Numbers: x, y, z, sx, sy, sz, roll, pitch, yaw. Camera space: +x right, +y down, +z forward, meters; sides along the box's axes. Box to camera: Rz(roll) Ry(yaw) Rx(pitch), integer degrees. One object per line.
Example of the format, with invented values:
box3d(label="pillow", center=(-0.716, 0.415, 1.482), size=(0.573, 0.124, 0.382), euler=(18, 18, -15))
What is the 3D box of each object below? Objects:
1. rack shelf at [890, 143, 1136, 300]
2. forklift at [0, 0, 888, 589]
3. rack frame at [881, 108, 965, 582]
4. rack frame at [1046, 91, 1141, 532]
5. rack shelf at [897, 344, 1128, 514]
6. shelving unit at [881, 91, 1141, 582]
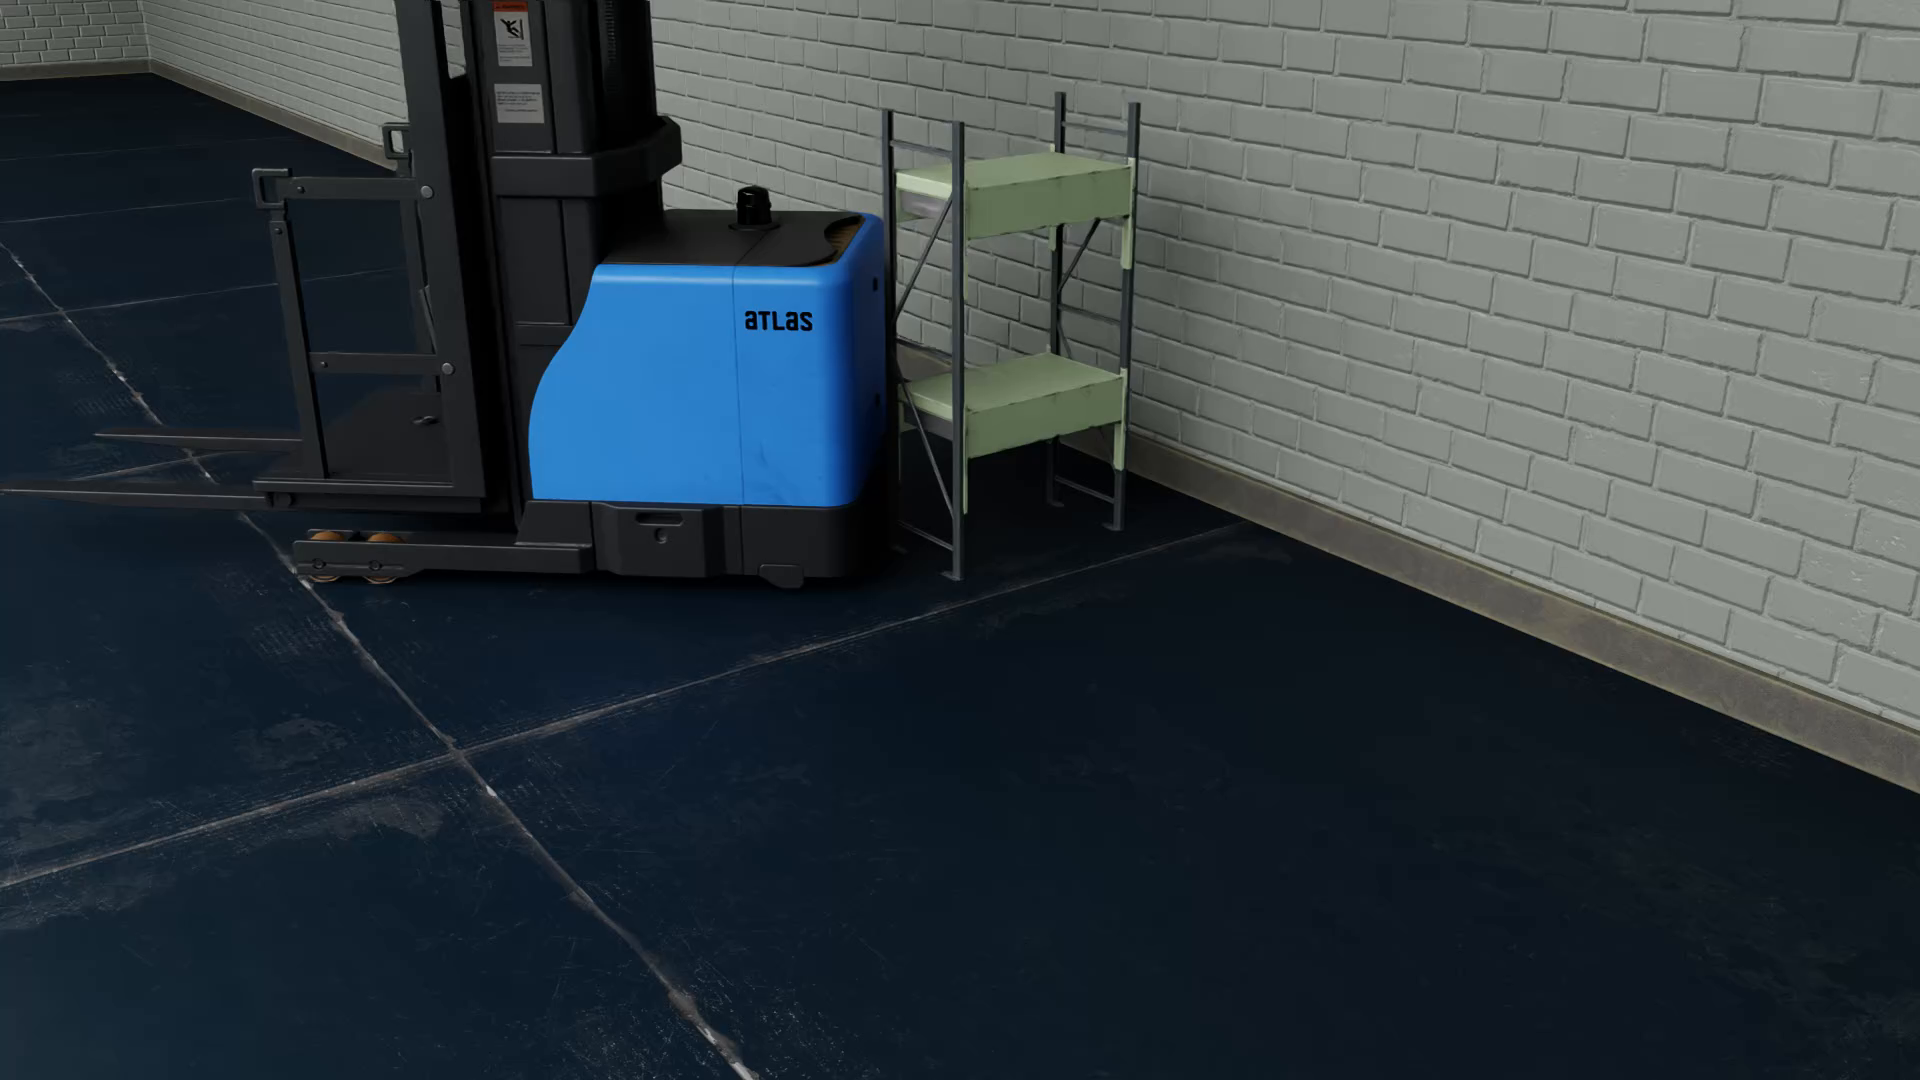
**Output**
box3d(label="rack shelf", center=(0.170, -1.063, 5.483), size=(0.720, 0.370, 0.431), euler=(-16, 27, -35))
box3d(label="forklift", center=(-1.794, -1.407, 5.467), size=(3.031, 2.935, 1.130), euler=(2, 22, 4))
box3d(label="rack frame", center=(-0.118, -0.616, 5.418), size=(0.023, 1.500, 0.400), euler=(-16, 27, -35))
box3d(label="rack frame", center=(0.457, -0.784, 5.838), size=(0.023, 1.500, 0.400), euler=(-16, 27, -35))
box3d(label="rack shelf", center=(0.170, -0.398, 5.749), size=(0.720, 0.370, 0.431), euler=(-16, 27, -35))
box3d(label="shelving unit", center=(0.170, -0.700, 5.628), size=(0.755, 1.500, 0.431), euler=(-16, 27, -35))
